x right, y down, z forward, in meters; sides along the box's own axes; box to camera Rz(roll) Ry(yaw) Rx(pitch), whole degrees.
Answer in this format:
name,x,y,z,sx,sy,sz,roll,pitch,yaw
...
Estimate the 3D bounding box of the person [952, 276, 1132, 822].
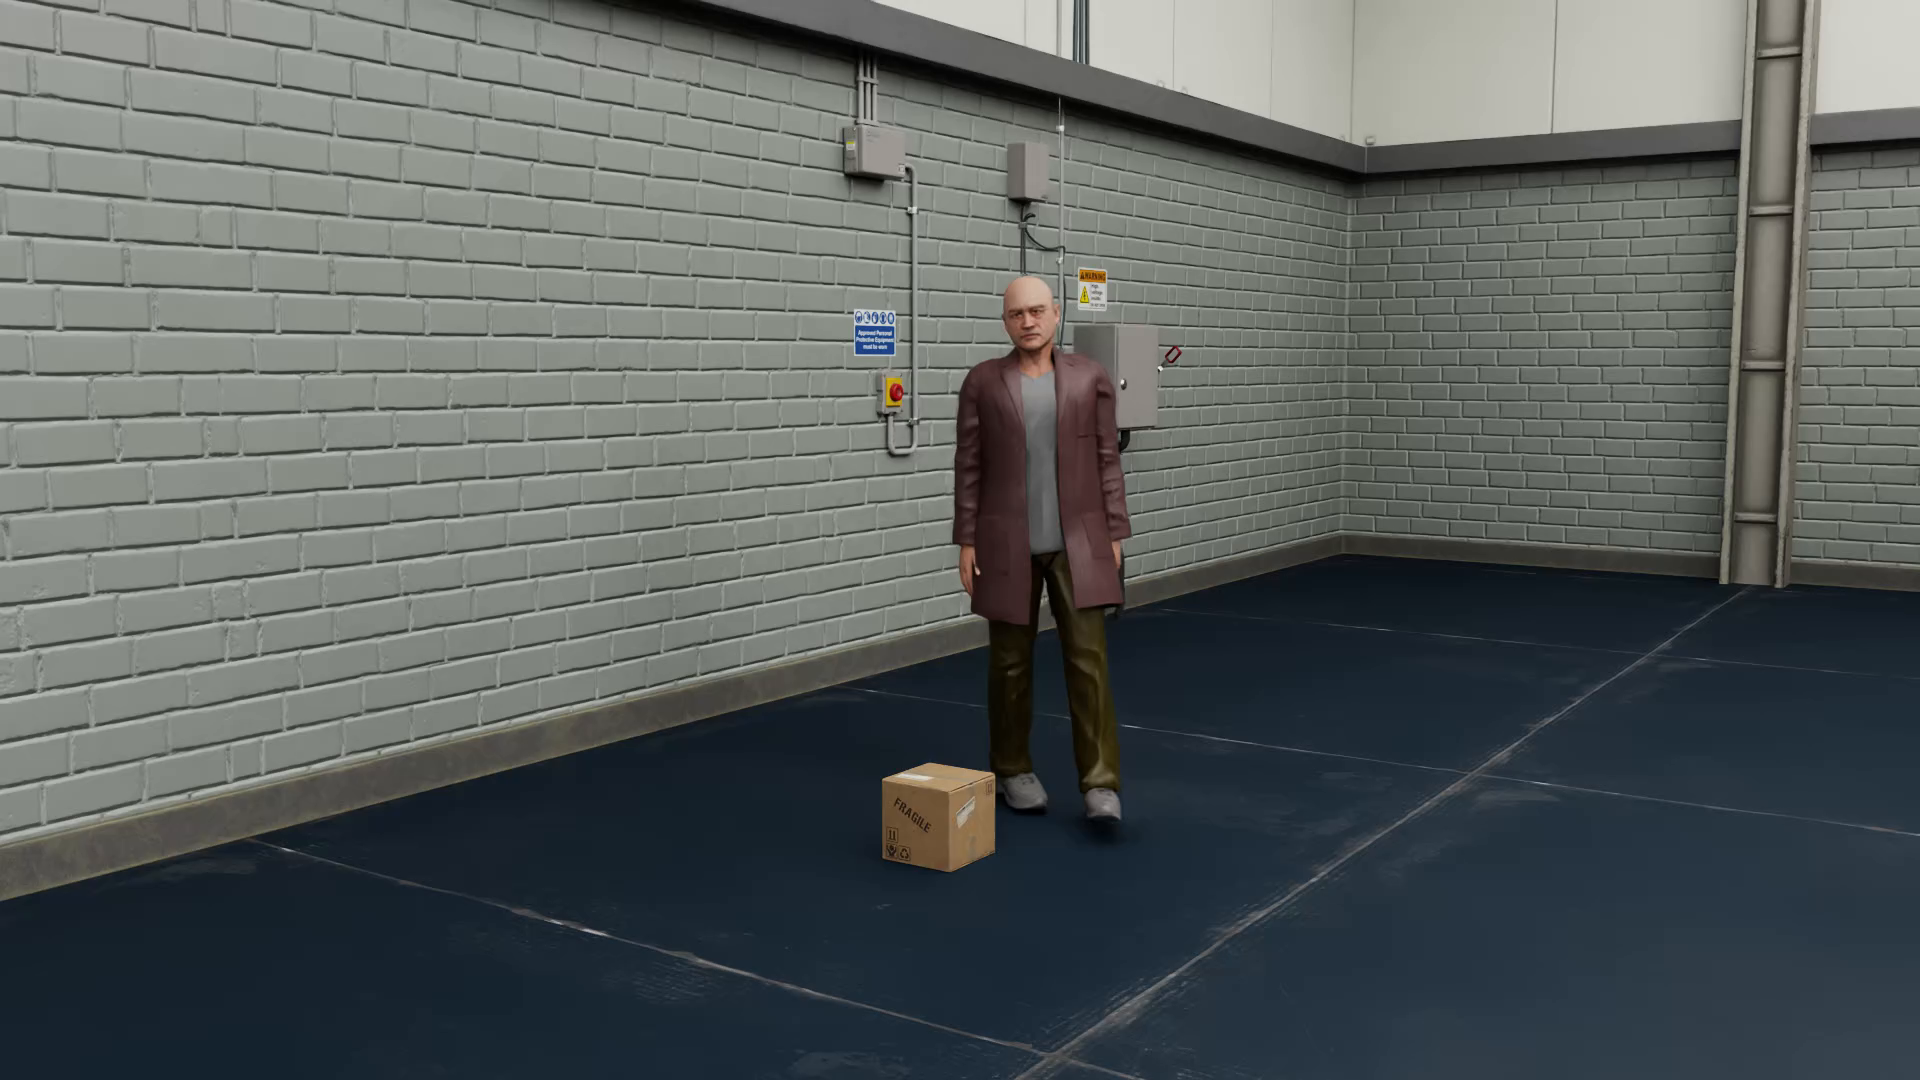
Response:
name,x,y,z,sx,sy,sz,roll,pitch,yaw
person,0.271,0.034,5.414,0.601,1.779,0.726,0,6,1
